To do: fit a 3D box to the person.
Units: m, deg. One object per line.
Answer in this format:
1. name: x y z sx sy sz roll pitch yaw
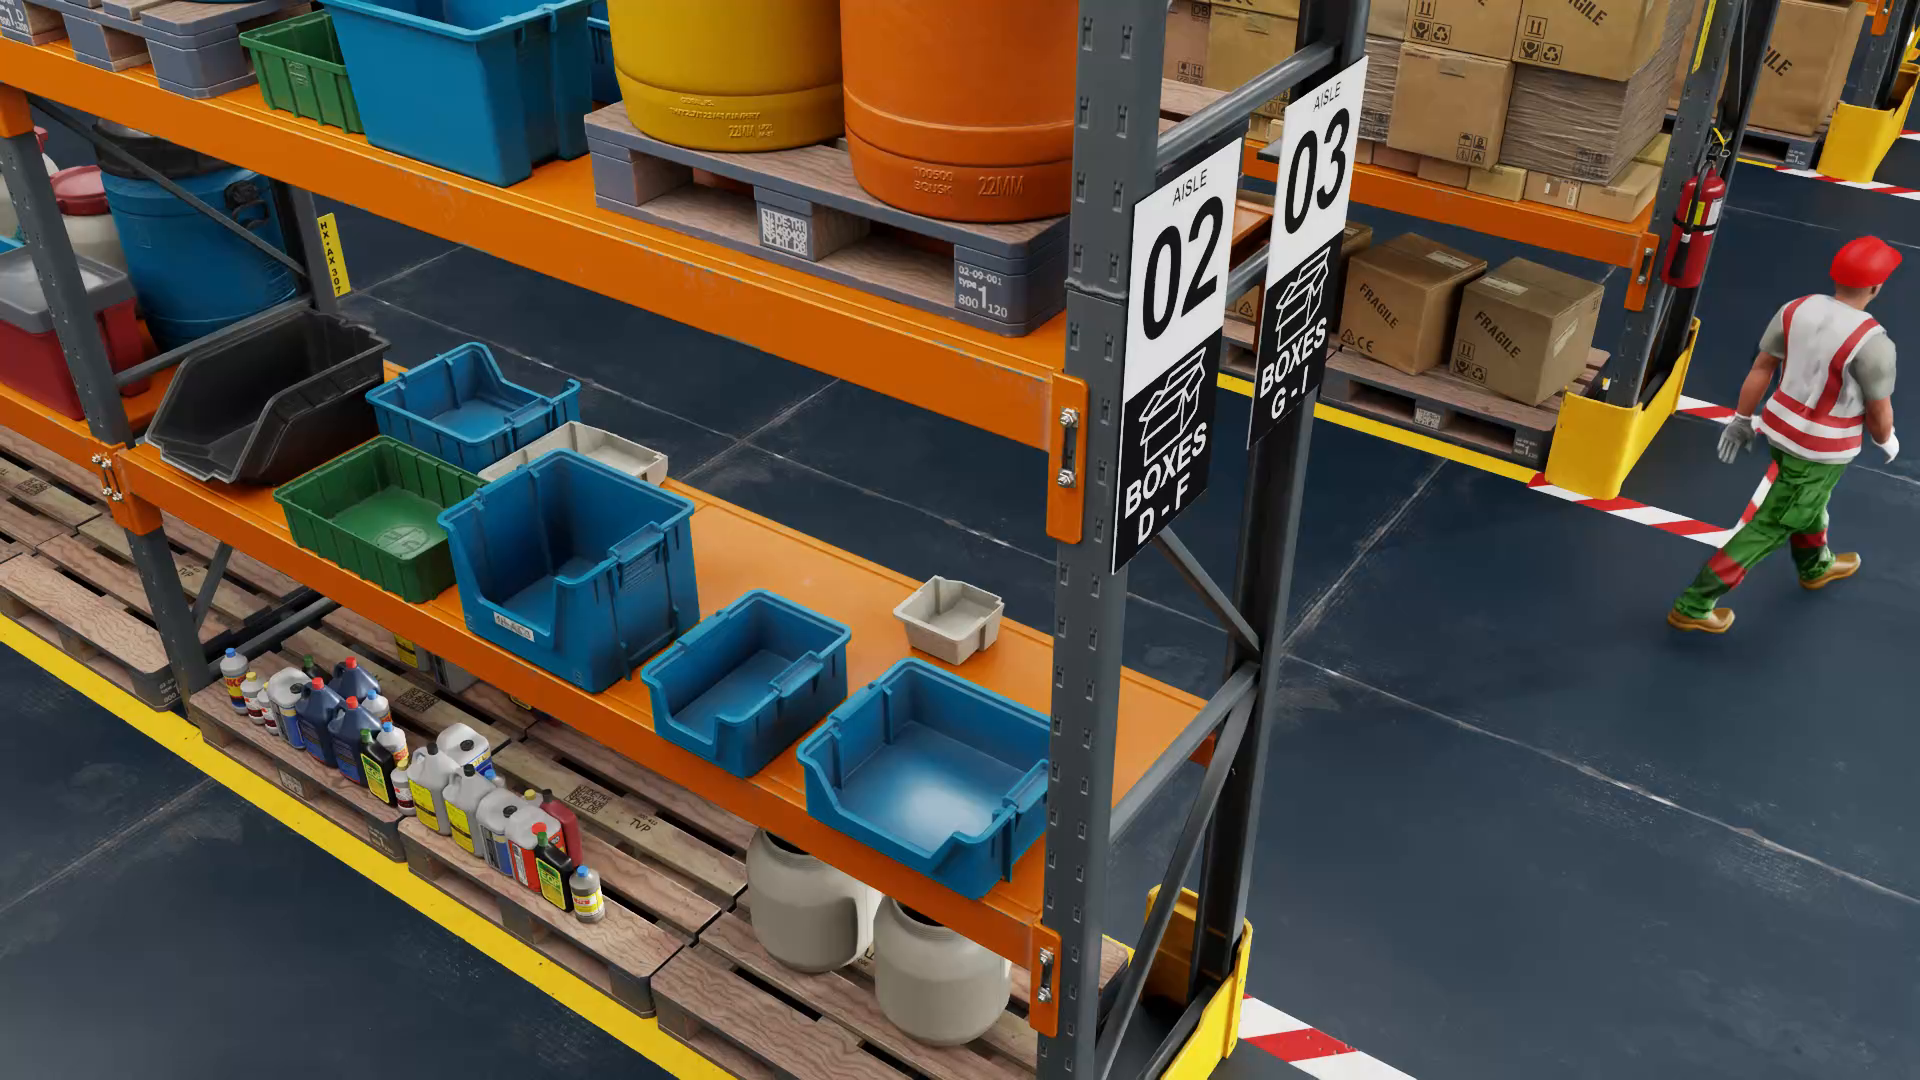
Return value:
1. person: 3.491 -0.426 6.754 1.103 1.734 0.517 -9 35 -12
